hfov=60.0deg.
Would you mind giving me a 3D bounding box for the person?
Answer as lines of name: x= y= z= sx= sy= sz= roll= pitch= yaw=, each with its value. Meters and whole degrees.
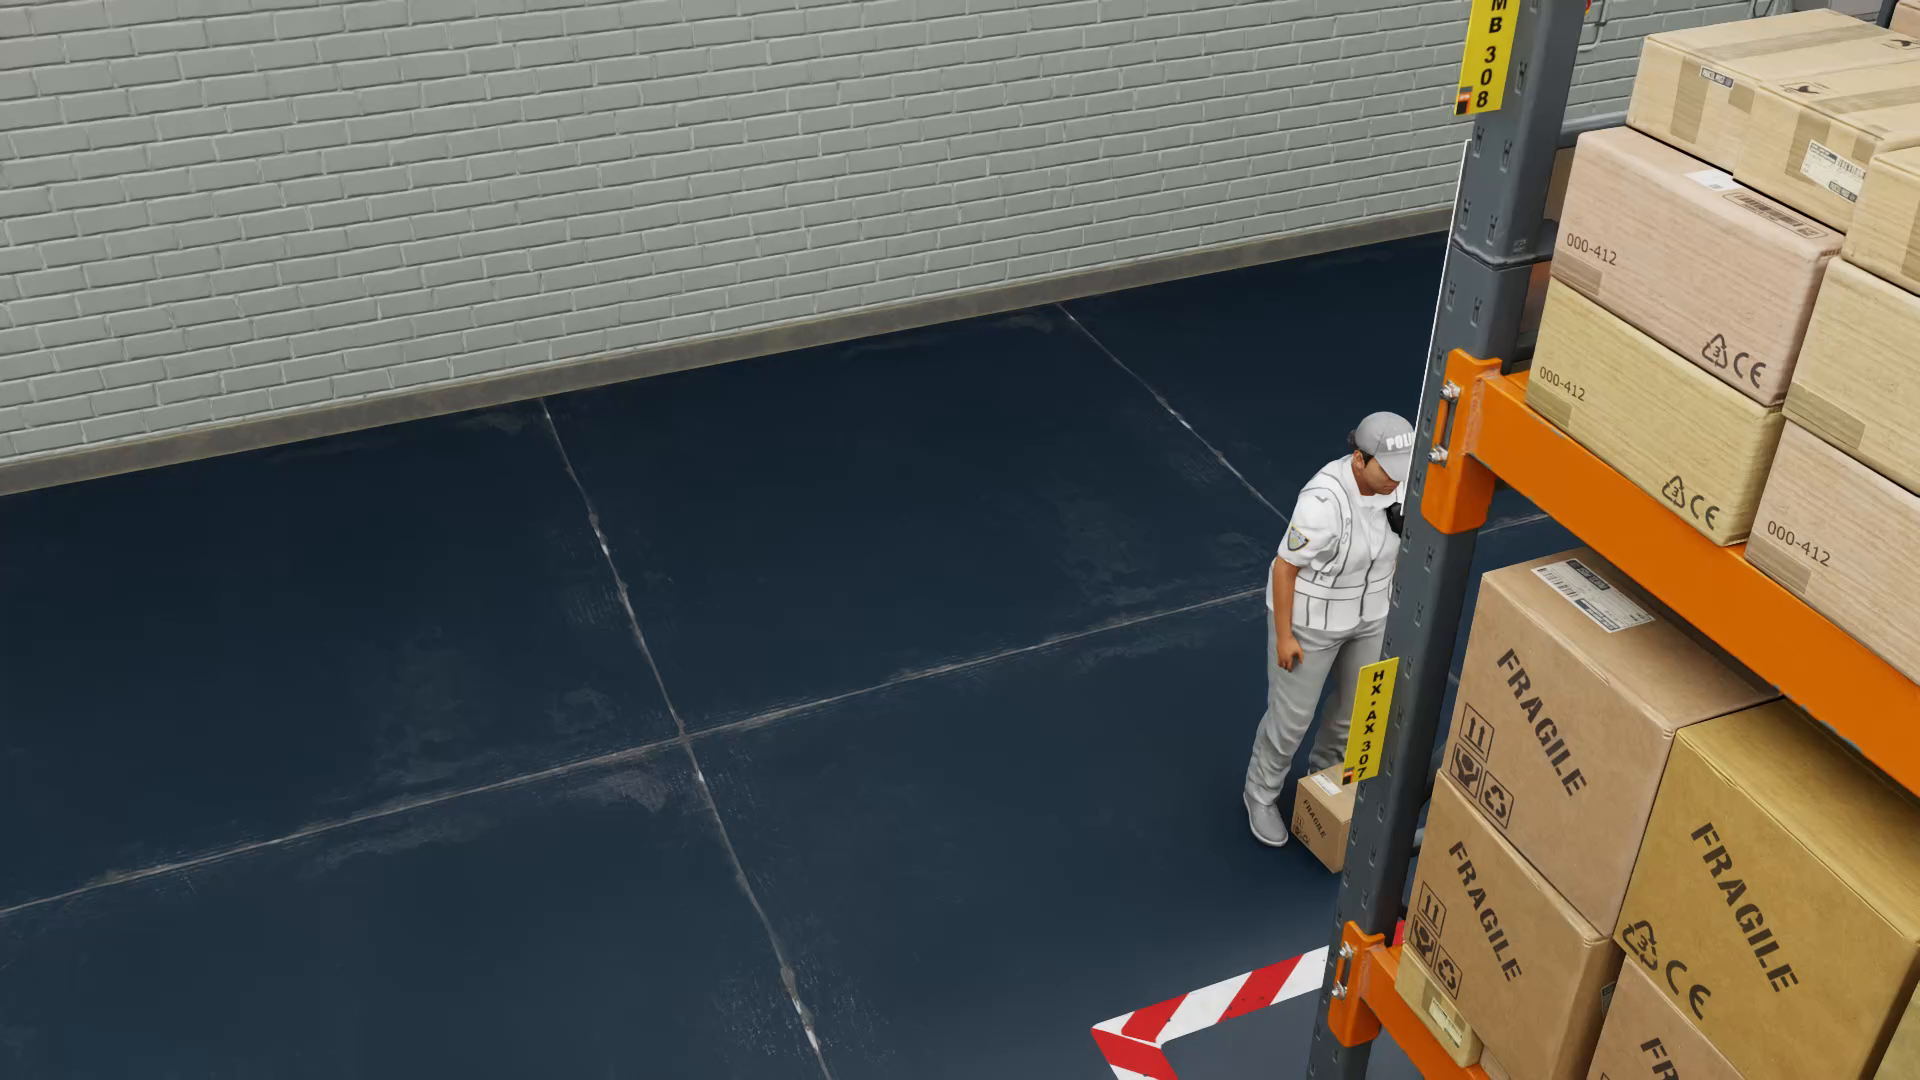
person: x=1.290 y=0.286 z=5.706 sx=0.560 sy=1.665 sz=0.457 roll=-15 pitch=37 yaw=-22
